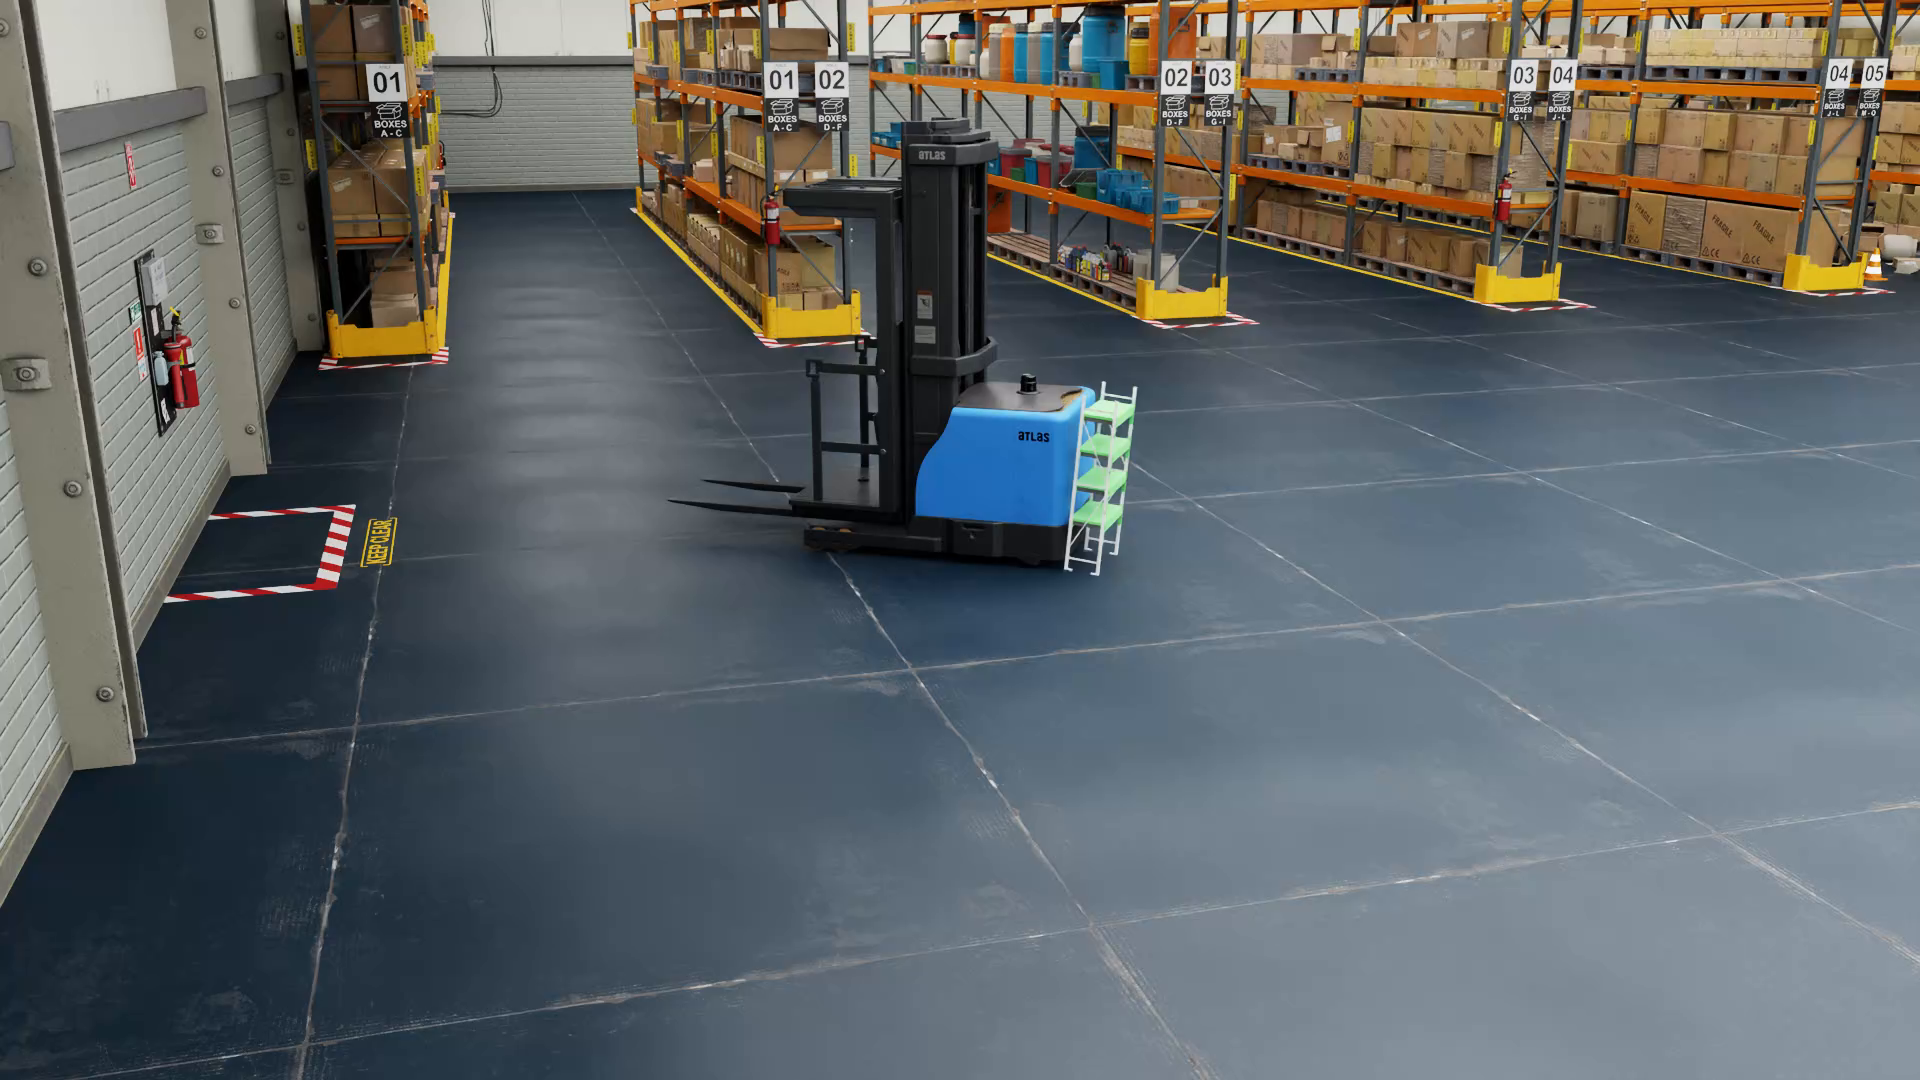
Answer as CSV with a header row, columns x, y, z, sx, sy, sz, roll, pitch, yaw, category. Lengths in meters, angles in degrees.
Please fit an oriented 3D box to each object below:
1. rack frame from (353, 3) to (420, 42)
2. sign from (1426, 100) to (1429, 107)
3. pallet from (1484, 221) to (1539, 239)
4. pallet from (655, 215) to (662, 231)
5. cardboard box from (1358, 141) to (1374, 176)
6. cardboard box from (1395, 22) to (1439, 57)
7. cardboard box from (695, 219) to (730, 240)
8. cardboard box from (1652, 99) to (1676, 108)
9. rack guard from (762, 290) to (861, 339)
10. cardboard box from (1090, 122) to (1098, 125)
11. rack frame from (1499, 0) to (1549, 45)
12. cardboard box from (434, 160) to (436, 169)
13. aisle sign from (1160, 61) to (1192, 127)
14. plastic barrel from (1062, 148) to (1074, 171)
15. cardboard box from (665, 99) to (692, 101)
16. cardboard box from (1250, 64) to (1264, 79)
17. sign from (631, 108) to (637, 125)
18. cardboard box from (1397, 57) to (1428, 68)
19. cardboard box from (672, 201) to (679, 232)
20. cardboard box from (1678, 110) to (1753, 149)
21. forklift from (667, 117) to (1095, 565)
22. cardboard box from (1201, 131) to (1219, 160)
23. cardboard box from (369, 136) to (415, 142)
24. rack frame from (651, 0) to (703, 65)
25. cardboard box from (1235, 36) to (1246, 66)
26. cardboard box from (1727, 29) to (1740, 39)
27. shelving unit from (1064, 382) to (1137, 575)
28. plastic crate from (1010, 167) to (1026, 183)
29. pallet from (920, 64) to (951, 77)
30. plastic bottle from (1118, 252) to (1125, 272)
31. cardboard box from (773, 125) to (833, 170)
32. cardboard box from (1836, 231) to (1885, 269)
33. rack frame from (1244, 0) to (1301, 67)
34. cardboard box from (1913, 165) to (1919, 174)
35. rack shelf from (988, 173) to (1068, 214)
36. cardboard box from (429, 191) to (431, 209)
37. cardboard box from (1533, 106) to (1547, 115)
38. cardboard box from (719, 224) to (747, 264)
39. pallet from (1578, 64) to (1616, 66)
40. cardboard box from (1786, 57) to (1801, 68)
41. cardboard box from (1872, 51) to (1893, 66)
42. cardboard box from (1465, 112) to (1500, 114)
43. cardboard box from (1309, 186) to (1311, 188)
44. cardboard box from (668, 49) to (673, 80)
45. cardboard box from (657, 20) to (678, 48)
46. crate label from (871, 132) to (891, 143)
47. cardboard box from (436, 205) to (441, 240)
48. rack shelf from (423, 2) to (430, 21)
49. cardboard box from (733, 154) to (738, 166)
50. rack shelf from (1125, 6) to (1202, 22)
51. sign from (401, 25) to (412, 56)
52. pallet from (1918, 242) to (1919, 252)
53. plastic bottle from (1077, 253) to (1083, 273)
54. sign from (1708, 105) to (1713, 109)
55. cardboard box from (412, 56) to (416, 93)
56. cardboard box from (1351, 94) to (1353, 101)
x,y,z,sx,sy,sz,roll,pitch,yaw,category
-8.775,-8.648,25.100,1.000,3.000,0.127,-5,17,-15,rack frame
9.743,-9.020,34.753,0.100,0.325,0.005,-5,17,-15,sign
10.454,-5.754,30.742,1.003,0.211,1.213,-5,17,-15,pallet
-5.300,-6.128,31.987,1.003,0.211,1.213,-5,17,-15,pallet
6.677,-5.904,25.703,0.875,0.500,0.500,-5,17,-15,cardboard box
6.981,-7.605,25.283,0.500,0.500,0.500,-5,17,-17,cardboard box
-3.861,-4.866,26.013,0.500,0.311,0.500,-5,17,-17,cardboard box
14.369,-8.661,33.661,0.500,0.500,0.500,-5,17,-15,cardboard box
-1.807,-2.751,20.241,1.175,0.500,0.348,-5,17,-15,rack guard
3.187,-9.079,36.707,0.500,0.250,0.500,-5,17,-17,cardboard box
10.310,-10.187,30.223,1.000,3.000,0.127,-5,17,-15,rack frame
-9.260,-6.488,28.738,0.380,0.149,0.250,-5,17,-15,cardboard box
2.684,-5.547,20.685,0.394,0.787,0.004,-5,17,-15,aisle sign
1.798,-5.799,25.806,0.433,0.535,0.433,0,17,0,plastic barrel
-5.685,-8.666,33.676,0.500,0.500,0.500,-4,17,-14,cardboard box
5.398,-8.164,28.964,0.500,0.250,0.500,-4,17,-14,cardboard box
-6.733,-8.752,34.369,0.100,0.325,0.005,-5,17,-15,sign
6.707,-7.075,24.645,0.380,0.149,0.250,-4,17,-14,cardboard box
-4.787,-5.709,29.324,0.500,0.500,0.500,-5,18,-17,cardboard box
11.757,-6.388,25.868,0.875,0.550,0.550,-5,17,-15,cardboard box
-0.598,-1.454,11.697,3.031,2.935,1.130,5,17,15,forklift
4.862,-7.396,31.187,0.500,0.500,0.500,-5,18,-17,cardboard box
-8.636,-5.904,25.455,0.700,0.500,0.500,-7,18,-22,cardboard box
-5.112,-10.147,30.090,1.000,3.000,0.127,-5,17,-15,rack frame
5.276,-8.800,29.910,0.797,0.503,0.637,-4,17,-12,cardboard box
11.671,-7.536,24.760,0.380,0.149,0.250,-5,17,-15,cardboard box
0.949,-0.419,11.225,0.258,1.200,0.503,11,19,18,shelving unit
1.100,-5.810,26.447,0.450,0.188,0.662,-5,17,-15,plastic crate
-0.039,-8.802,31.153,1.213,0.211,1.003,-5,17,-15,pallet
2.354,-4.048,24.173,0.061,0.283,0.133,-5,17,-15,plastic bottle
-1.945,-4.769,20.184,0.700,0.500,0.500,-5,17,-15,cardboard box
14.323,-4.610,26.426,0.637,0.503,0.797,11,20,32,cardboard box
5.513,-9.823,29.011,1.000,3.000,0.127,-5,17,-15,rack frame
16.175,-6.186,27.768,0.380,0.149,0.250,-4,17,-14,cardboard box
1.301,-5.660,26.832,1.077,0.370,4.000,-5,17,-15,rack shelf
-7.254,-4.499,21.942,0.500,0.250,0.500,-5,17,-15,cardboard box
10.564,-7.576,30.047,0.700,0.500,0.500,-5,17,-16,cardboard box
-3.087,-4.151,23.305,0.500,0.500,0.500,-5,17,-15,cardboard box
13.728,-10.461,36.503,1.003,0.211,1.213,-5,17,-15,pallet
12.023,-6.801,23.699,0.380,0.149,0.250,-5,17,-15,cardboard box
15.841,-8.343,28.828,0.500,0.250,0.500,-5,17,-16,cardboard box
7.553,-5.857,23.807,0.500,0.500,0.500,-5,17,-15,cardboard box
8.173,-8.058,37.790,0.380,0.149,0.250,-5,17,-15,cardboard box
-4.448,-8.055,28.166,0.910,0.500,0.500,-5,17,-15,cardboard box
-5.282,-9.369,30.801,0.700,0.500,0.500,-5,17,-15,cardboard box
-1.696,-8.625,35.639,0.416,0.233,0.303,-5,17,-15,crate label
-9.085,-5.403,27.732,0.750,0.750,0.750,-5,17,-16,cardboard box
-10.423,-9.772,30.786,1.077,0.370,4.000,-5,17,-15,rack shelf
-2.884,-5.189,22.712,0.380,0.149,0.250,-5,17,-17,cardboard box
3.864,-10.946,34.697,1.077,0.370,4.000,-5,17,-15,rack shelf
-6.054,-5.460,18.182,0.100,0.325,0.005,-5,17,-15,sign
16.698,-4.770,27.465,1.003,0.211,1.213,-5,17,-15,pallet
1.730,-4.004,24.025,0.061,0.283,0.133,-4,17,-13,plastic bottle
14.509,-8.243,32.167,0.100,0.325,0.005,-5,17,-15,sign
-6.983,-5.751,20.461,0.500,0.500,0.500,-5,18,-17,cardboard box
8.674,-9.341,35.405,0.500,0.500,0.500,-5,18,-17,cardboard box
